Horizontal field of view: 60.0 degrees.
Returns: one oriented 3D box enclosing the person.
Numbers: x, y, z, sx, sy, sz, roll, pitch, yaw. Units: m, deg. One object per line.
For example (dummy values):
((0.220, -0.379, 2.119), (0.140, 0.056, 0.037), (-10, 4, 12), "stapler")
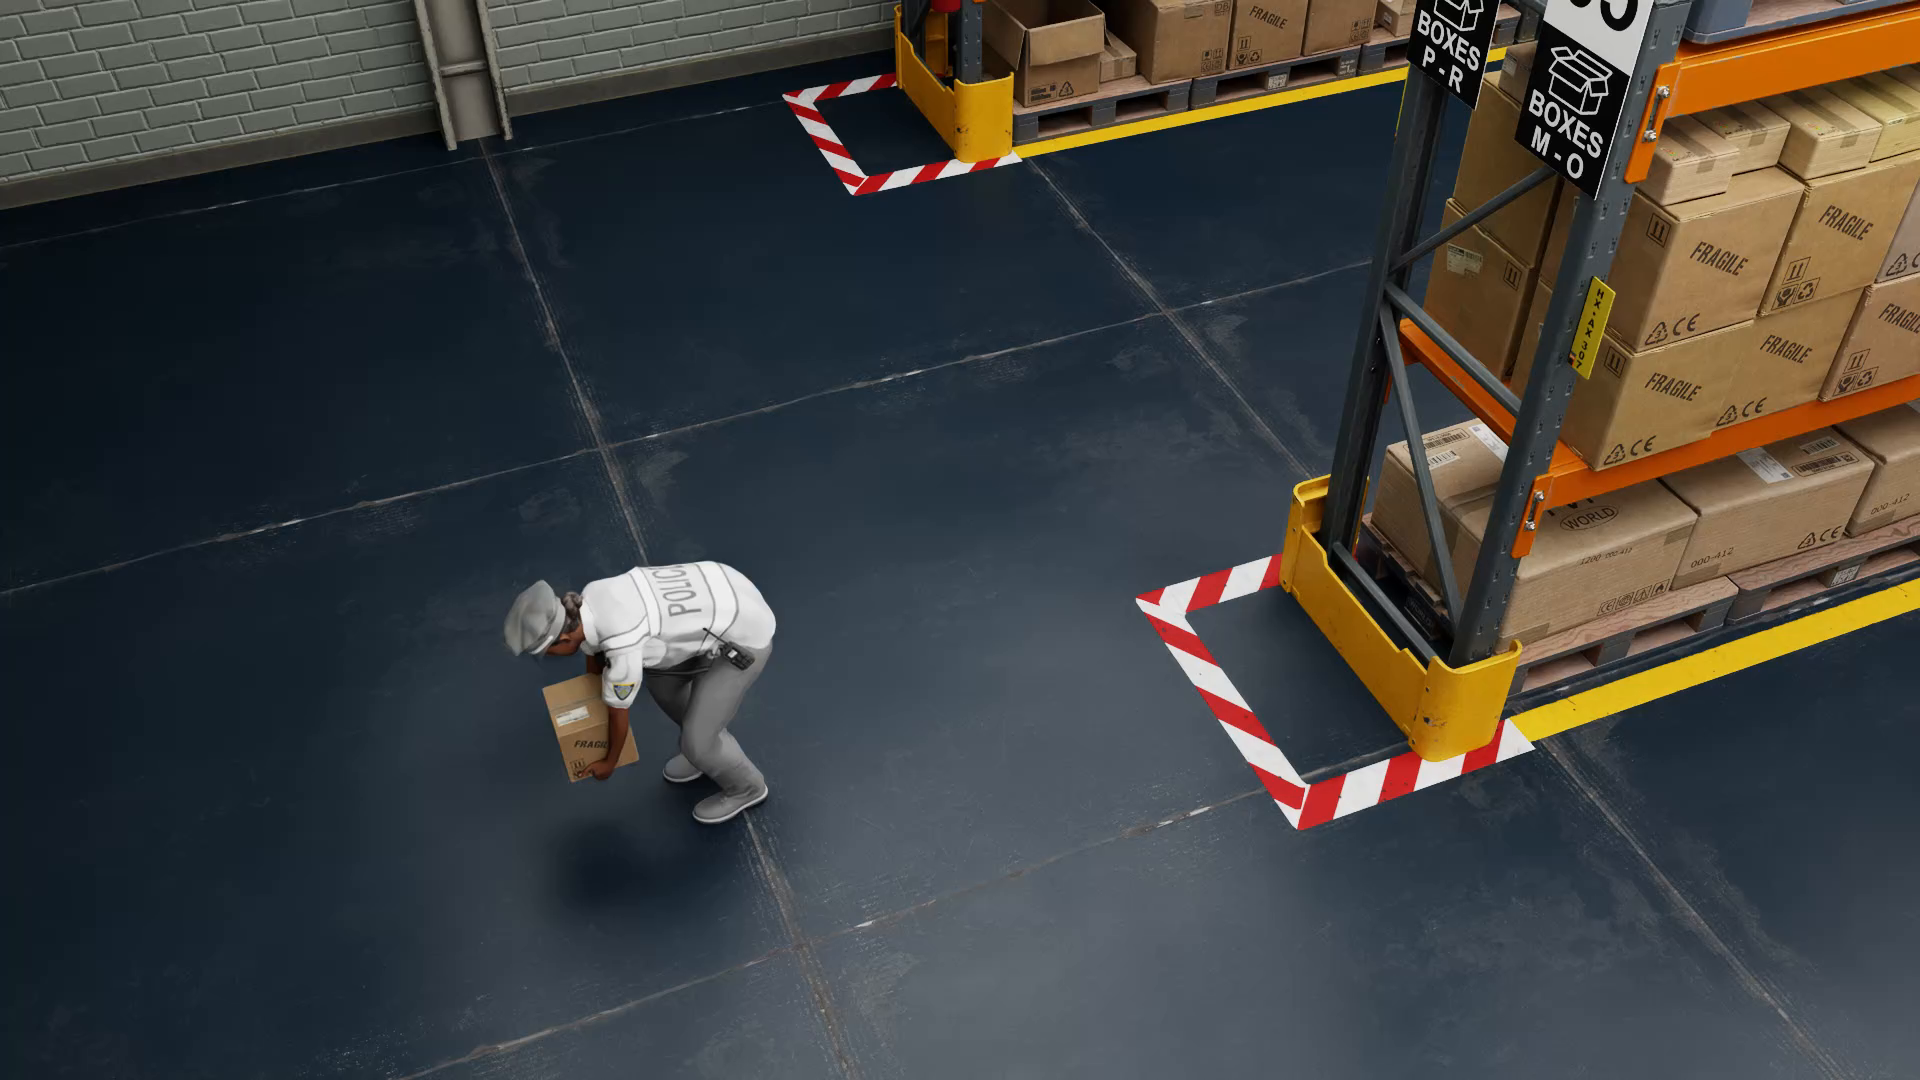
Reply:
((-1.091, 0.540, 5.904), (0.915, 1.207, 0.430), (-17, 45, -18), "person")
